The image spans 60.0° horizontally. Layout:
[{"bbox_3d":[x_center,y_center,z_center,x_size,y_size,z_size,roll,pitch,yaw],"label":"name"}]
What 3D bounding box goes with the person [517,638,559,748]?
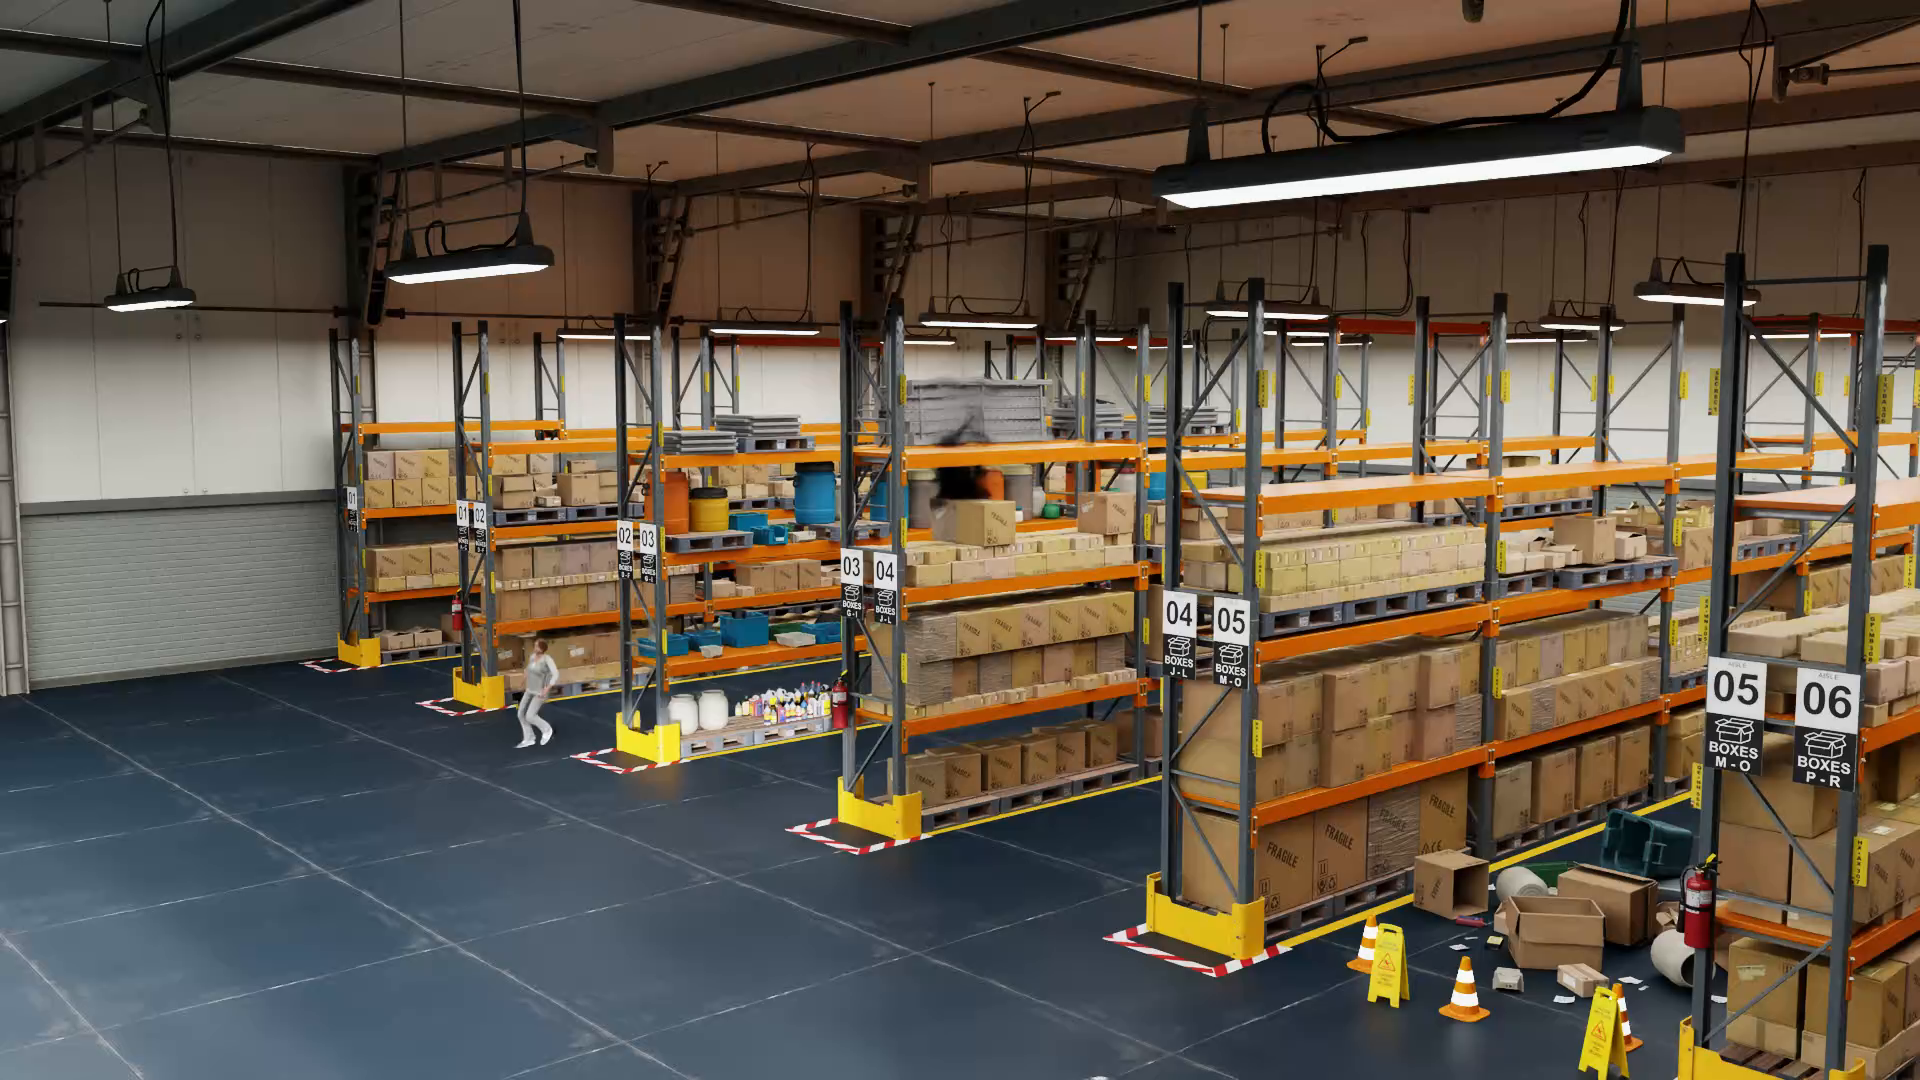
[{"bbox_3d":[-5.891,2.129,23.134,0.563,1.542,0.467,4,7,38],"label":"person"}]
